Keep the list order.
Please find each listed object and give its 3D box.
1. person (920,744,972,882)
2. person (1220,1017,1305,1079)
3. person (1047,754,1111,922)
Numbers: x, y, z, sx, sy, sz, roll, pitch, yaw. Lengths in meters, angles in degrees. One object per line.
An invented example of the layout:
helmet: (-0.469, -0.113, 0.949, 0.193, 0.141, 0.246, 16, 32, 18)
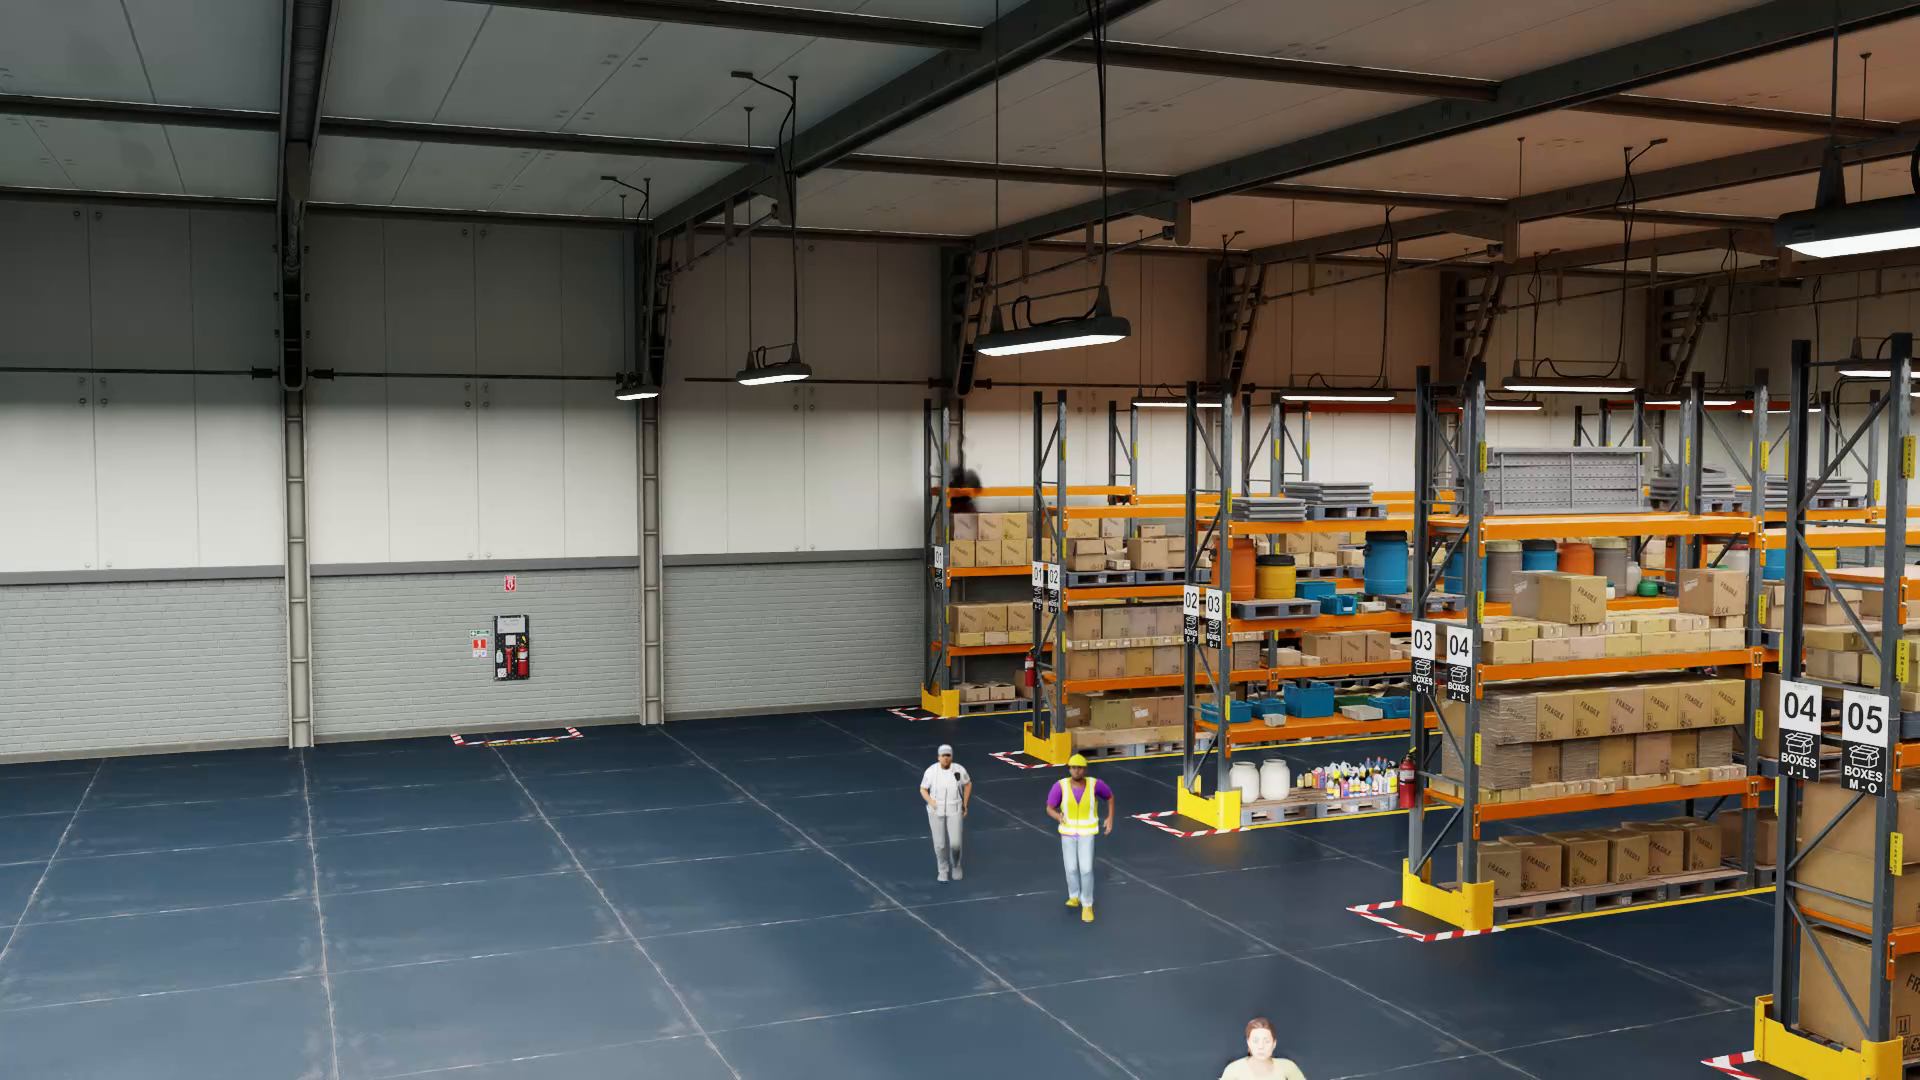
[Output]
person: (-0.167, 3.200, 19.421, 0.598, 1.635, 0.573, 0, 3, 1)
person: (1.827, 3.726, 10.113, 0.578, 1.663, 0.935, 1, 3, 8)
person: (1.291, 3.234, 18.128, 0.679, 1.839, 0.636, 1, 3, 10)
